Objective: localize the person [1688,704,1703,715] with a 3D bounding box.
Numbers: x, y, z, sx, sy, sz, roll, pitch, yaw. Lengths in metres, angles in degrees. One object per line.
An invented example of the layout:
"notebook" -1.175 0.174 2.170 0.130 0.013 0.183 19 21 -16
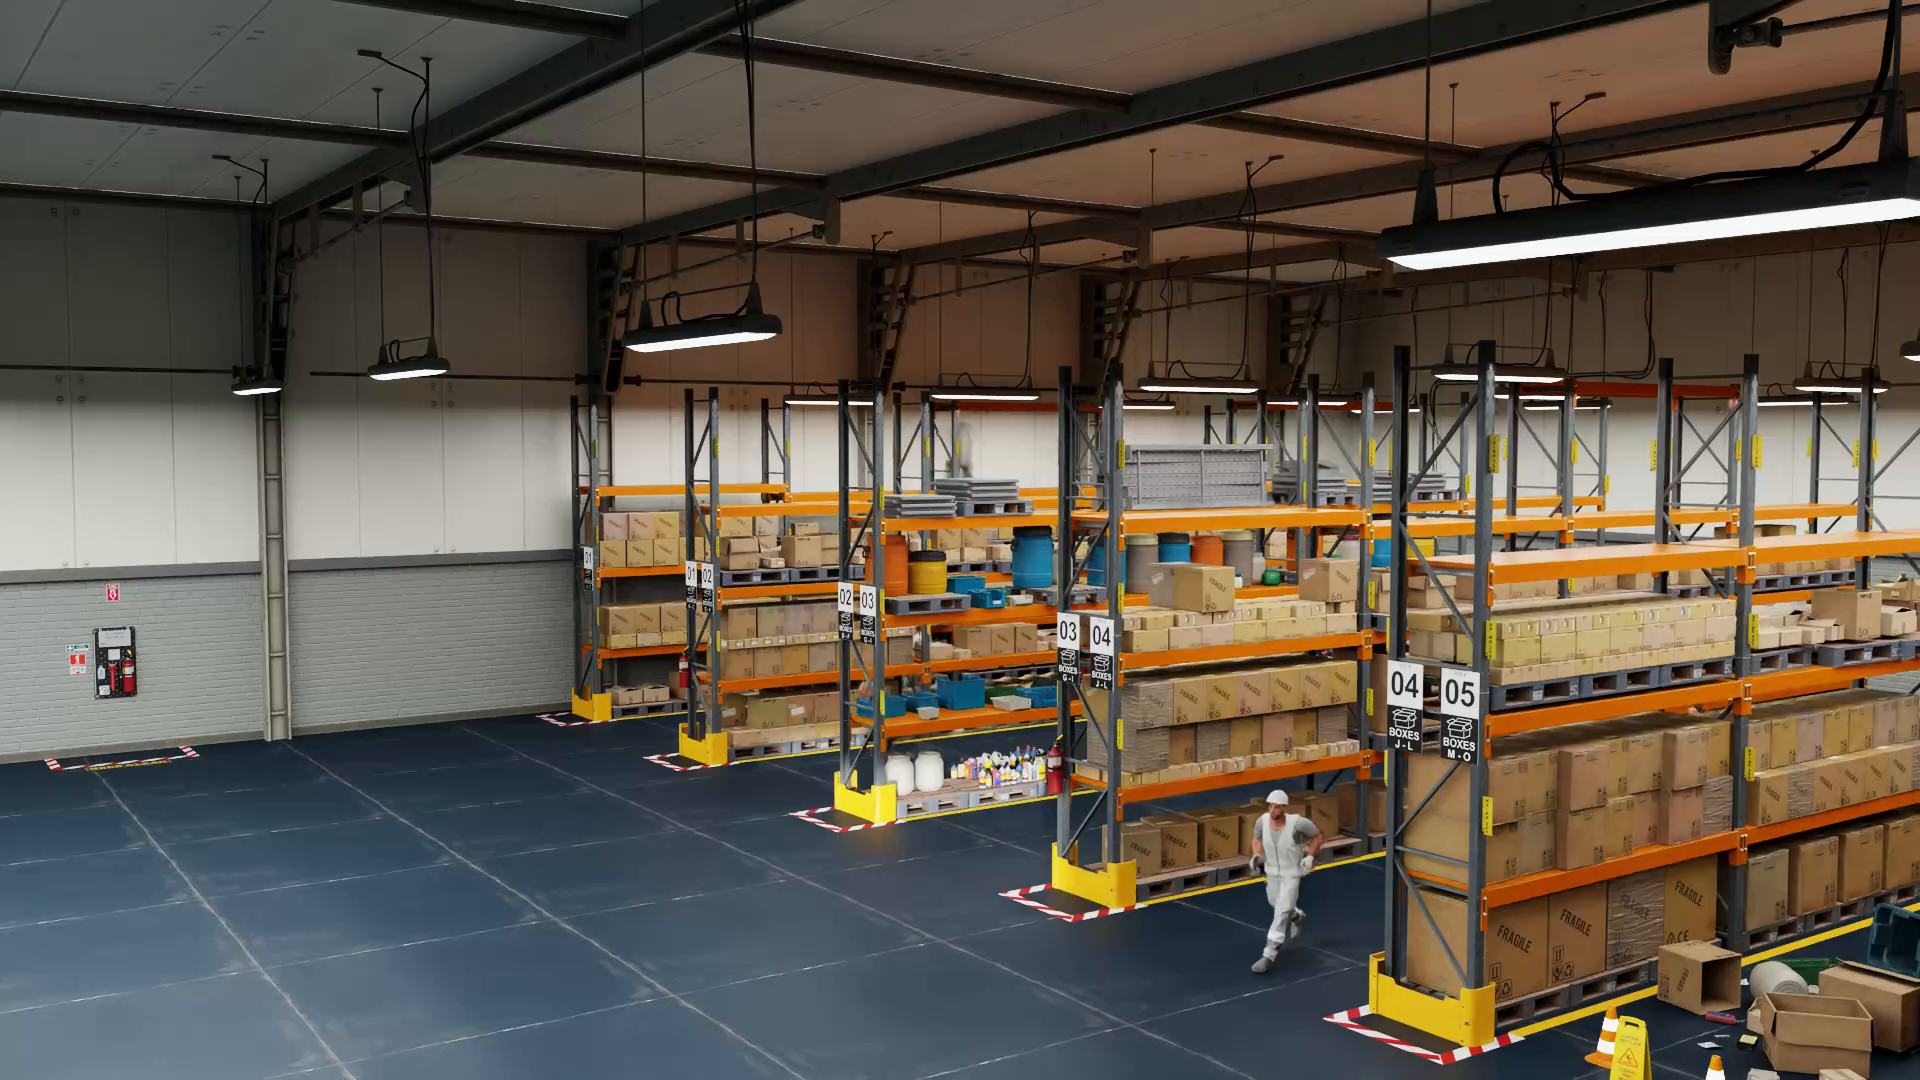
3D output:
"person" 10.212 3.013 22.843 0.735 1.605 0.575 -3 4 -39

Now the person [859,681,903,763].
"person" -1.180 2.891 25.052 0.803 1.544 0.684 -1 4 -19

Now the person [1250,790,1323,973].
"person" 3.214 3.295 16.398 0.690 1.741 1.098 2 4 33

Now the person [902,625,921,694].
"person" -0.907 2.386 31.641 0.948 1.767 0.711 -3 4 -40
